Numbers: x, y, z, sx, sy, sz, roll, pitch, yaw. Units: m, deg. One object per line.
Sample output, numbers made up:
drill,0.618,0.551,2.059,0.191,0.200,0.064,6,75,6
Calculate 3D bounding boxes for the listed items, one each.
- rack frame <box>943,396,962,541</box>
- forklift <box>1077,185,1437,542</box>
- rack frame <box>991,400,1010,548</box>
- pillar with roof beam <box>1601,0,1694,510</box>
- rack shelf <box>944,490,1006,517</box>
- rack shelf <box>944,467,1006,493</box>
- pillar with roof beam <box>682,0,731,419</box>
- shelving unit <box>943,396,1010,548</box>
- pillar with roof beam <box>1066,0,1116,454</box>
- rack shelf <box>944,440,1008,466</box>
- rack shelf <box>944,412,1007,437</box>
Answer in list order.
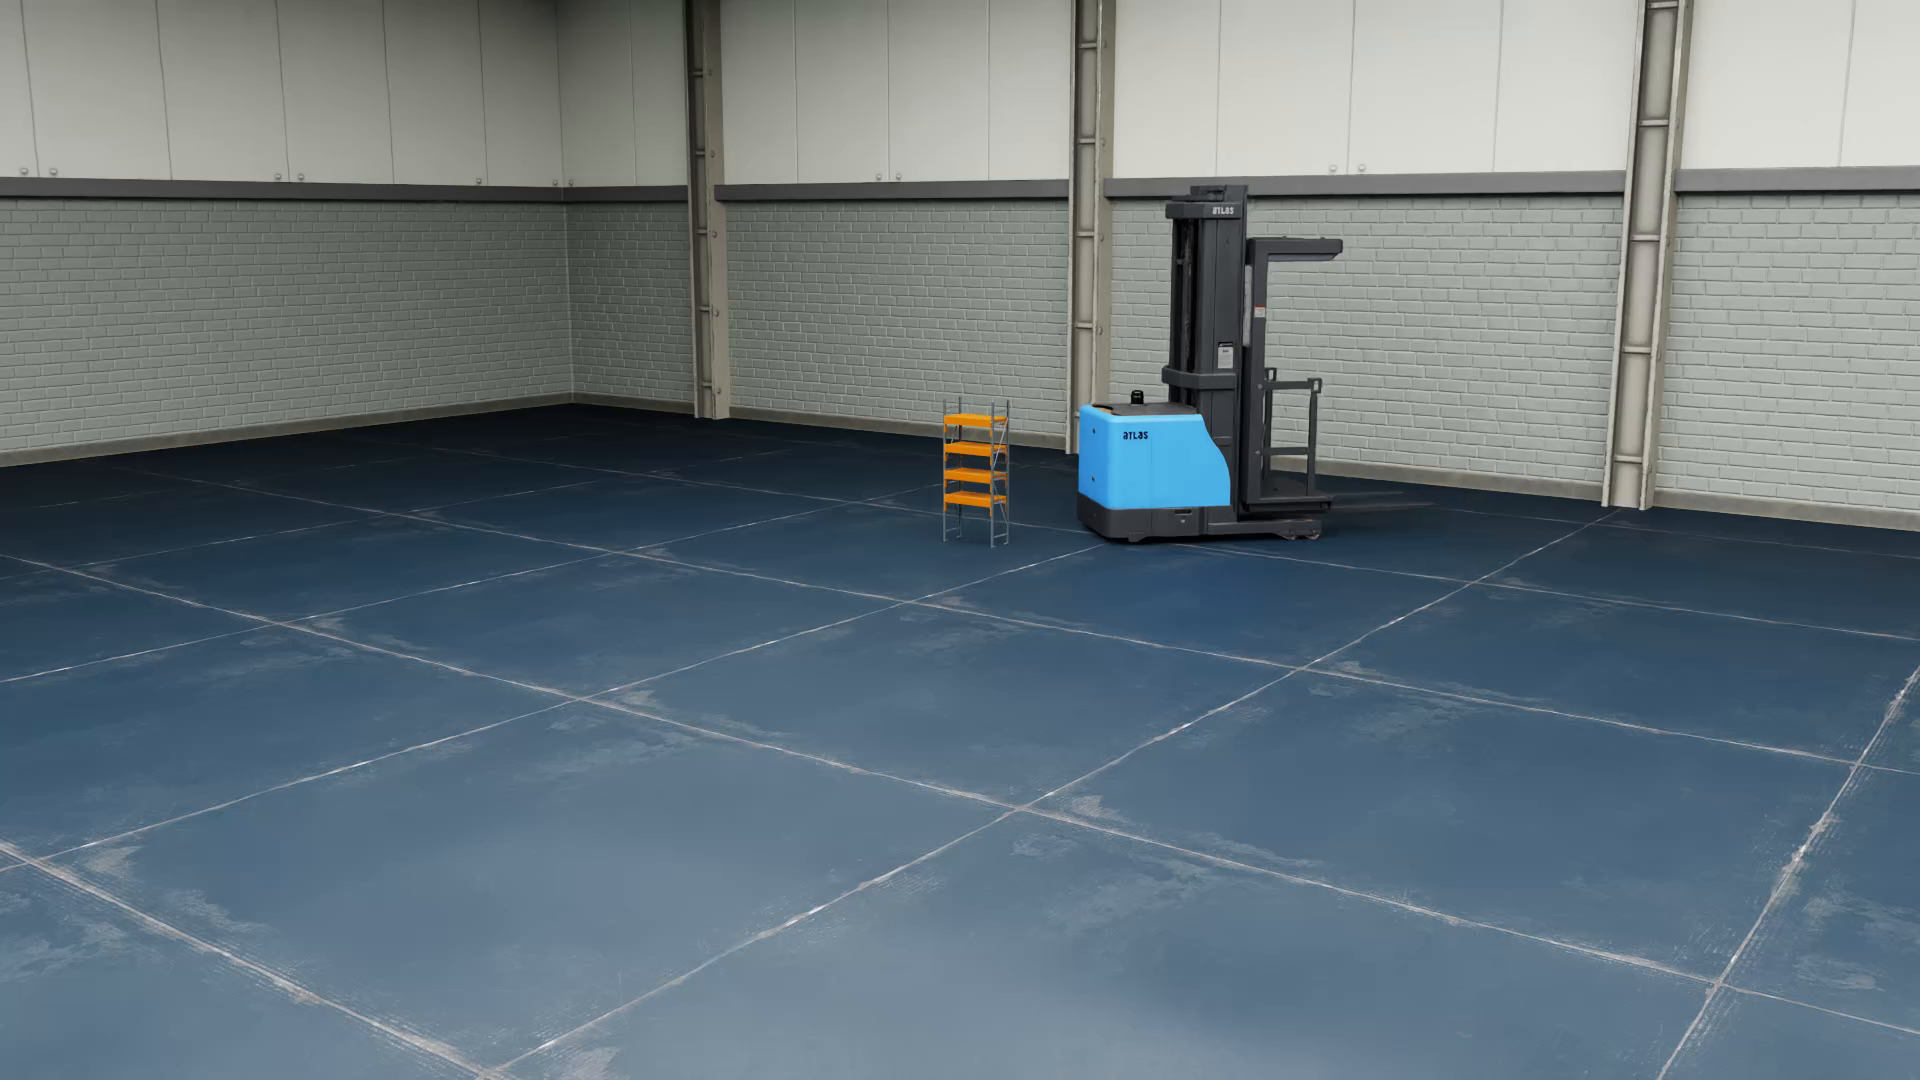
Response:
rack frame,-0.063,-0.598,13.961,0.015,1.200,0.240,8,13,36
forklift,2.598,-1.536,14.252,3.031,2.935,1.130,-2,11,-11
rack frame,0.330,-0.543,13.678,0.015,1.200,0.240,8,13,36
pillar with roof beam,3.752,-4.082,11.438,0.400,9.000,9.100,8,13,36
rack shelf,0.133,-0.309,13.870,0.480,0.148,0.258,8,13,36
rack shelf,0.133,-0.504,13.832,0.480,0.148,0.258,8,13,36
pillar with roof beam,-5.920,-5.431,18.411,0.400,9.000,9.100,8,13,36
shelving unit,0.133,-0.570,13.820,0.503,1.200,0.258,8,13,36
pillar with roof beam,-1.084,-4.757,14.925,0.400,9.000,9.100,8,13,36
rack shelf,0.133,-0.724,13.790,0.480,0.148,0.258,8,13,36
rack shelf,0.133,-0.956,13.745,0.480,0.148,0.258,8,13,36
